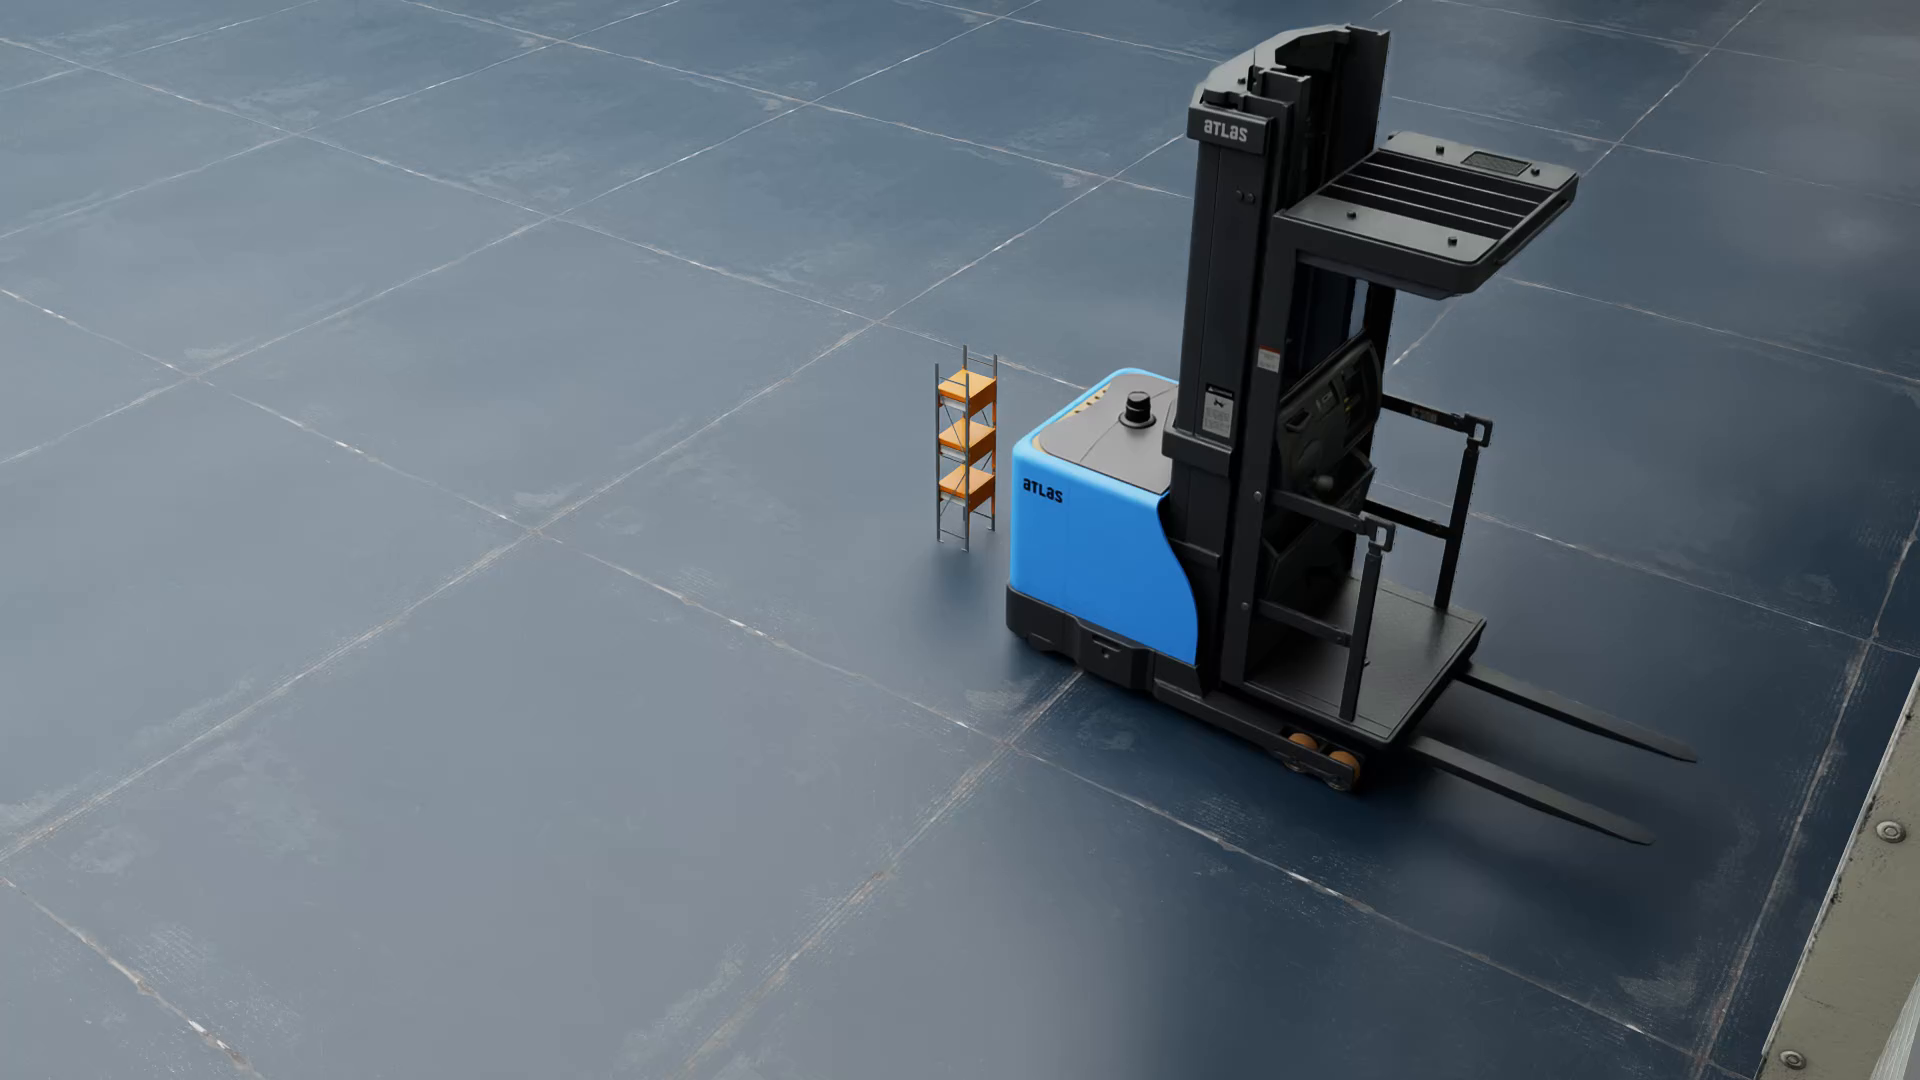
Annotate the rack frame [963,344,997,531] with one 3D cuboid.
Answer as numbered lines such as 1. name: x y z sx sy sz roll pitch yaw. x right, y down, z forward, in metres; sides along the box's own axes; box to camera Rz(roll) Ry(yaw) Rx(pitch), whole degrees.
1. rack frame: 0.100 -0.516 8.575 0.200 1.050 0.008 21 39 28

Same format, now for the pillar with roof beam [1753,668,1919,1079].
1. pillar with roof beam: -0.599 -3.131 5.346 9.100 9.000 0.400 21 39 28

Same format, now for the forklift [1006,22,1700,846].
1. forklift: 1.708 -0.477 6.839 3.031 2.935 1.130 22 40 29

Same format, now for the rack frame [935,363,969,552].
1. rack frame: -0.039 -0.403 8.409 0.200 1.050 0.008 21 39 28

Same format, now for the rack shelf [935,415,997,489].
1. rack shelf: 0.031 -0.451 8.498 0.215 0.259 0.240 21 39 28

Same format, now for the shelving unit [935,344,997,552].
1. shelving unit: 0.031 -0.460 8.492 0.215 1.050 0.252 21 39 28

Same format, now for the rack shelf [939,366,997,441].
1. rack shelf: 0.031 -0.686 8.339 0.215 0.259 0.240 21 39 28

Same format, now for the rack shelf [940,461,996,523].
1. rack shelf: 0.031 -0.221 8.654 0.215 0.259 0.240 21 39 28
